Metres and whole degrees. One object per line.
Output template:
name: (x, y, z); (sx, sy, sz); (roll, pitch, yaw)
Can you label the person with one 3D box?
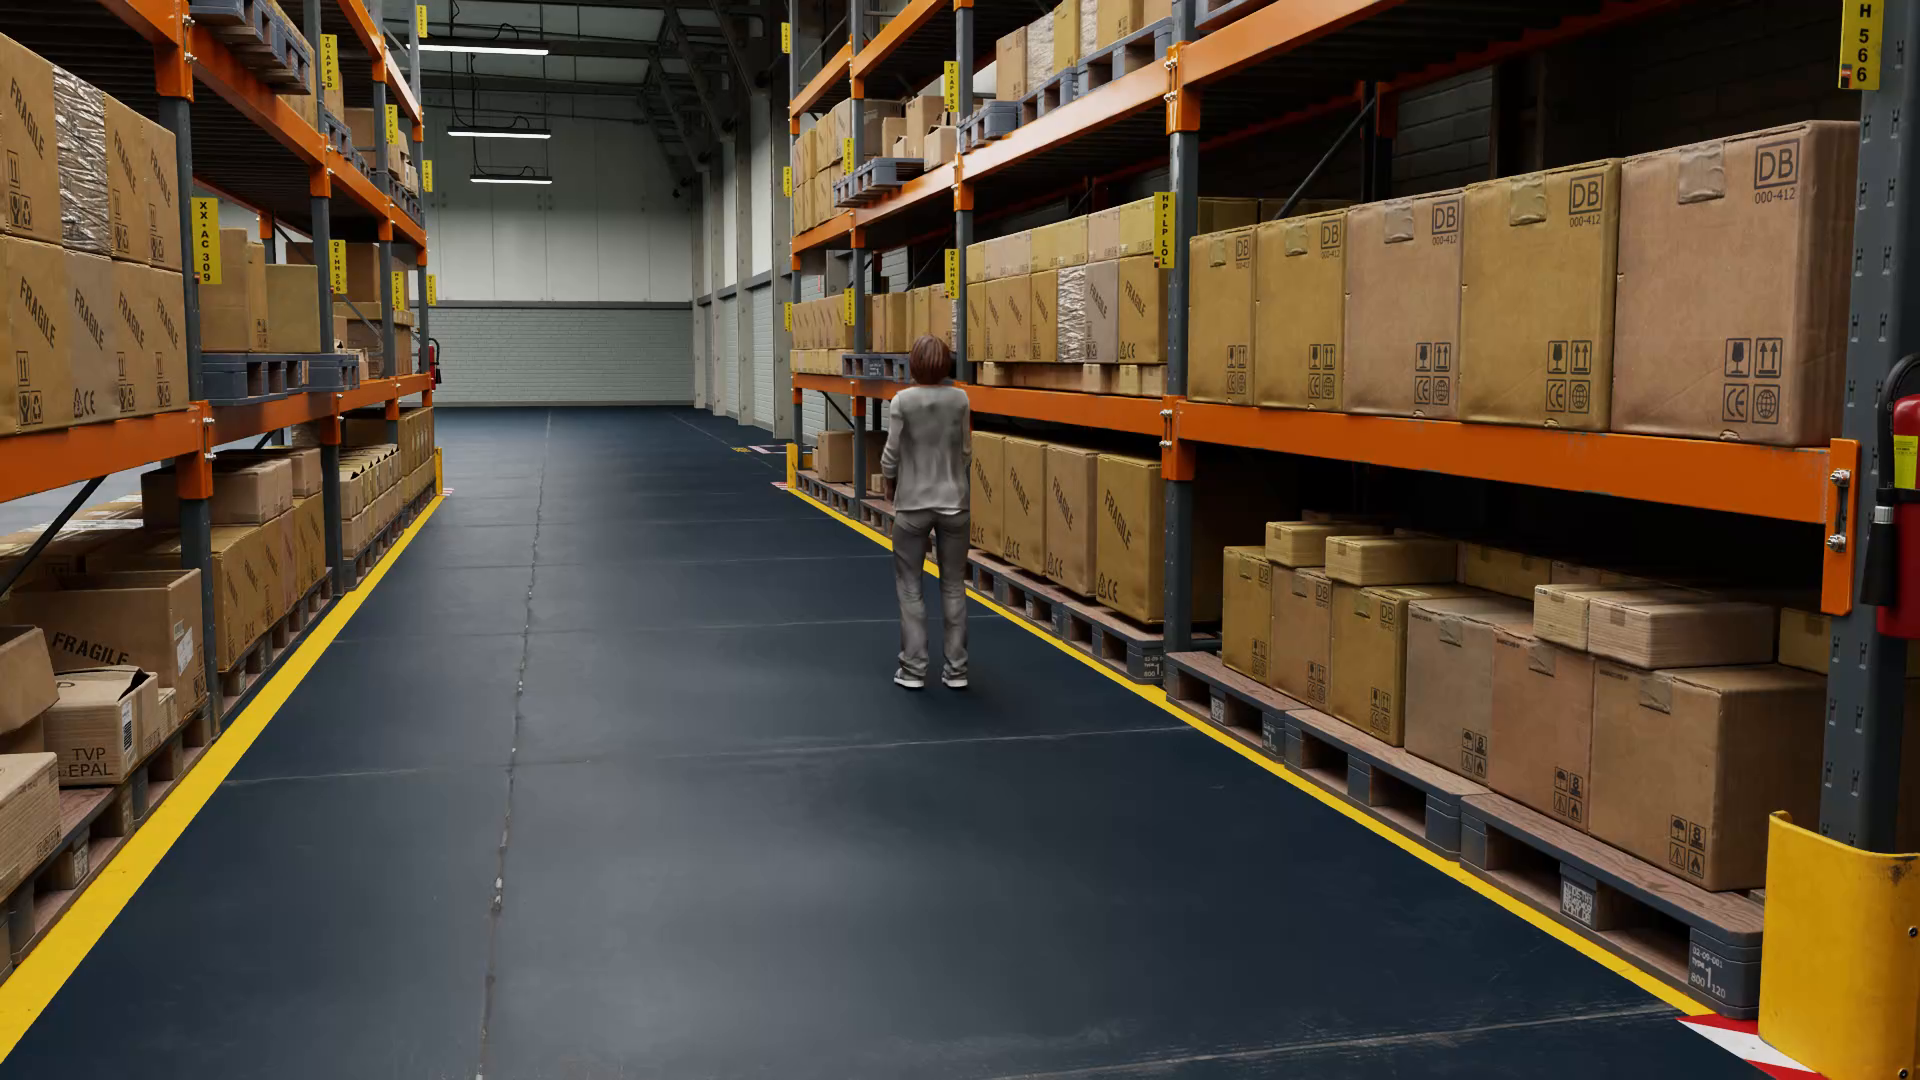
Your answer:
person: (-0.152, -0.131, 7.550); (0.419, 1.594, 0.492); (-1, 7, -13)
